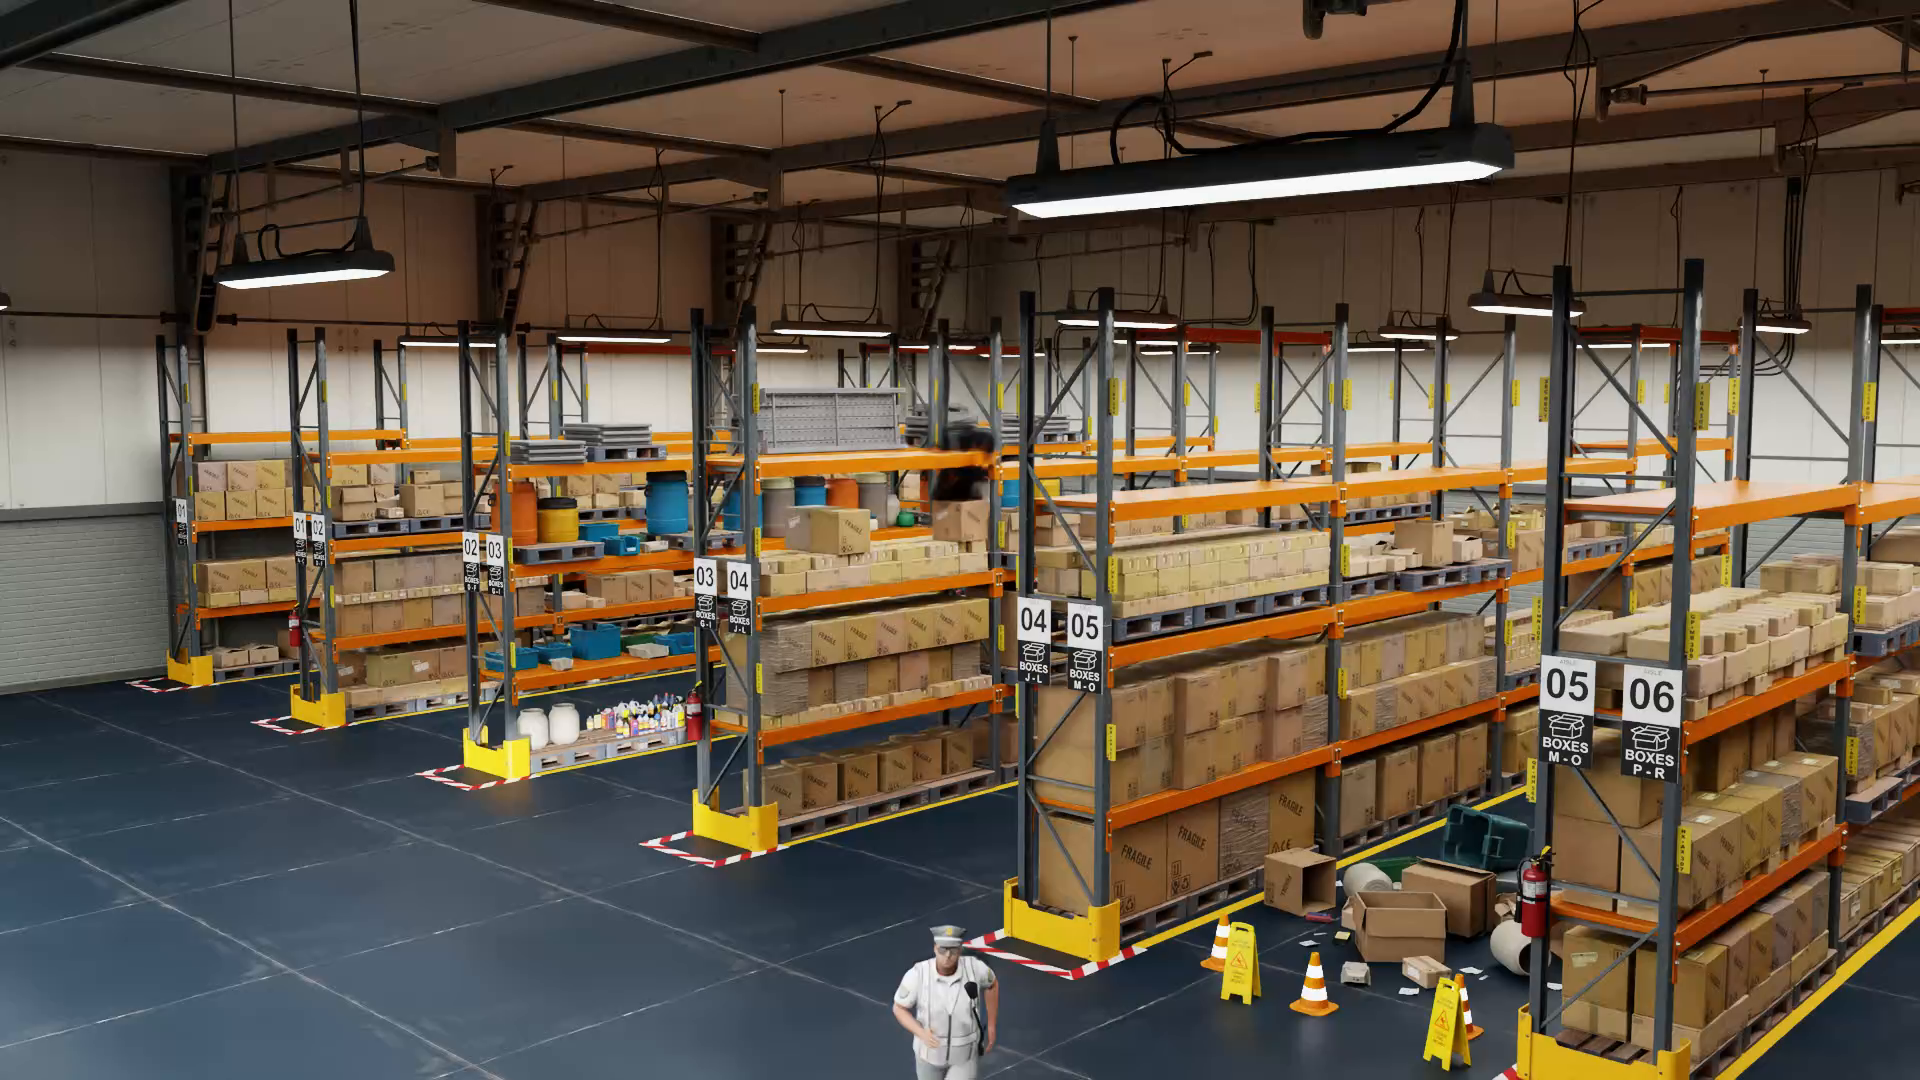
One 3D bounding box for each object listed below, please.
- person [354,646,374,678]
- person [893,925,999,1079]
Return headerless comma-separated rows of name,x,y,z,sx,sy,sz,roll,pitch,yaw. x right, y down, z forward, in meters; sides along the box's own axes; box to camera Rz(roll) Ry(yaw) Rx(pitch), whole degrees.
person,-9.998,1.740,27.722,0.652,1.657,0.611,-5,7,-42
person,-0.088,3.289,10.670,0.685,1.792,1.032,0,5,-2
